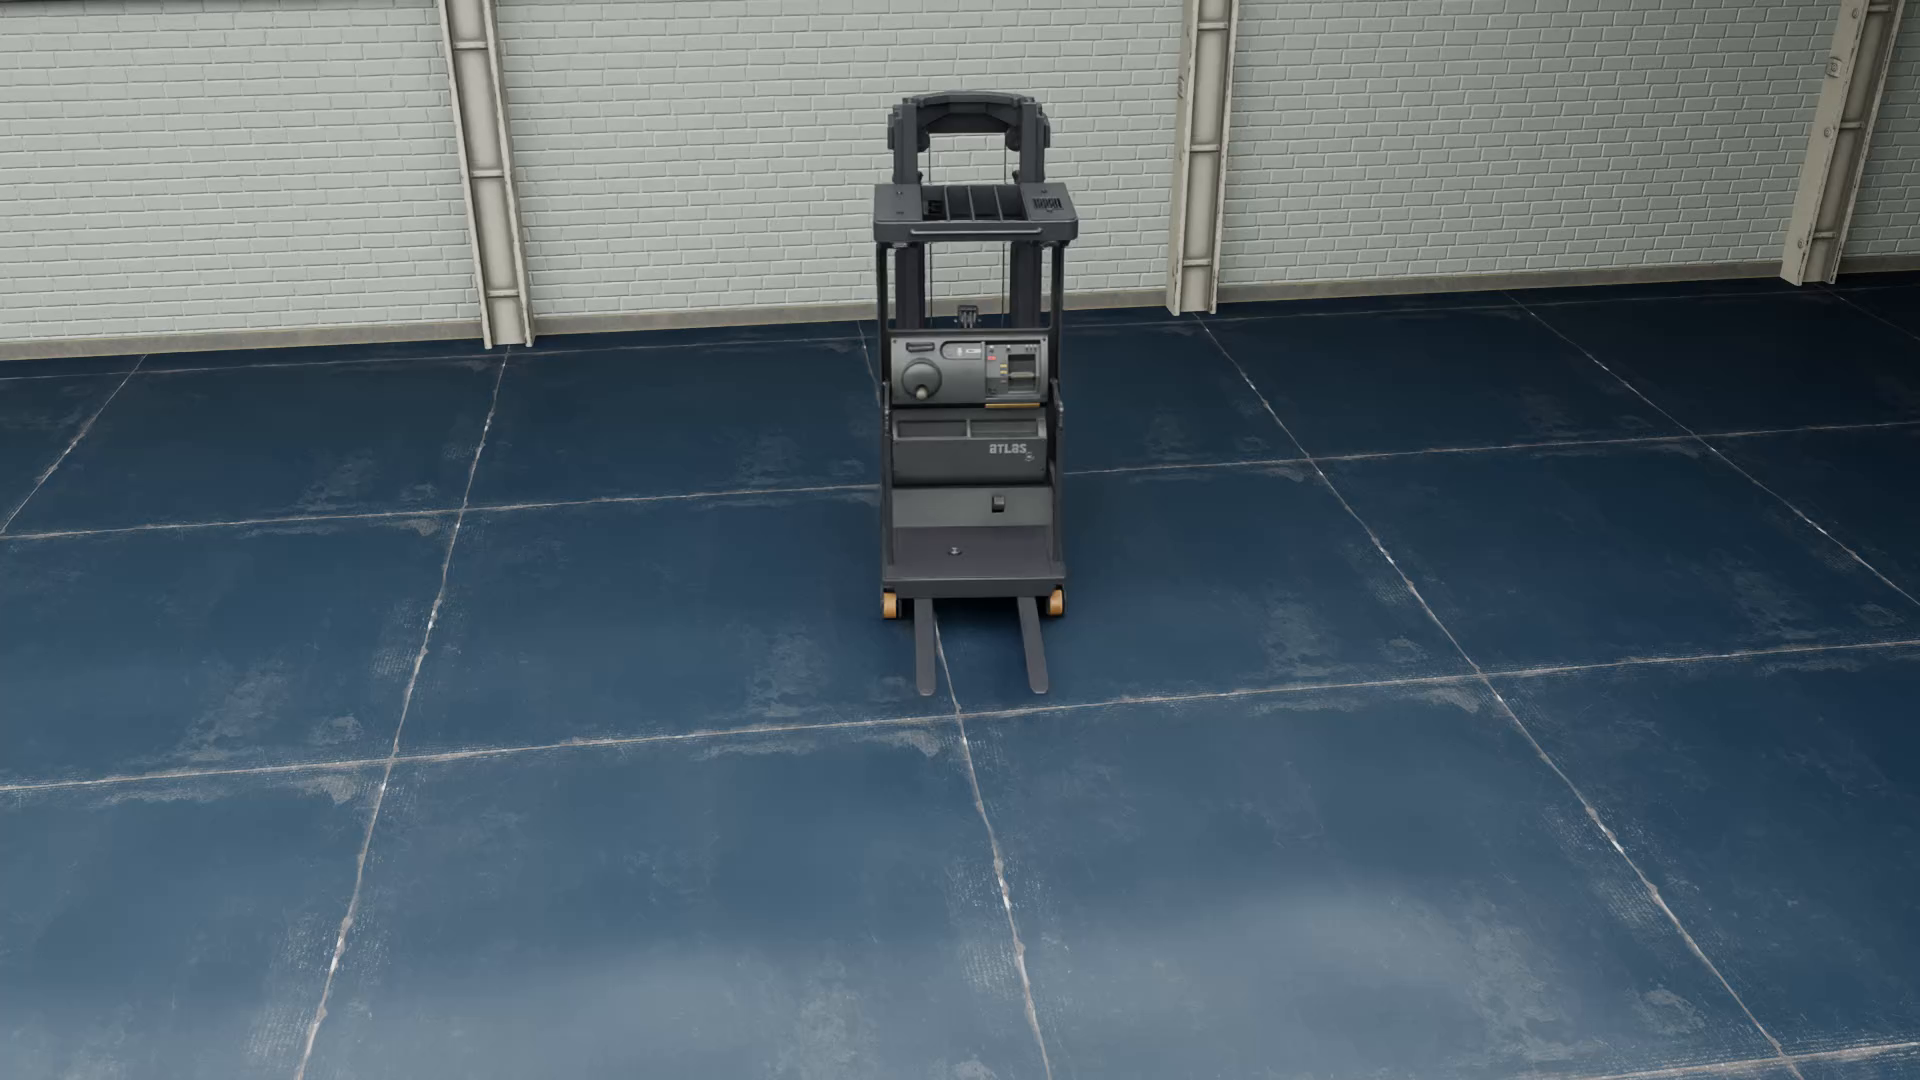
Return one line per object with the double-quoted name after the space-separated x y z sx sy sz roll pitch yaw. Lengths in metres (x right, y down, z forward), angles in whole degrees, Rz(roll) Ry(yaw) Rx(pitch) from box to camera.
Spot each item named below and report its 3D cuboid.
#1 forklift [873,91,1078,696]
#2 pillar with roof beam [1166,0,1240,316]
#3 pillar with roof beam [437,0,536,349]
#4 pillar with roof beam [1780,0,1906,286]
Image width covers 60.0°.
0.068 -0.975 9.643 1.130 2.935 3.031 -1 27 -2 "forklift"
2.682 -4.146 9.176 0.400 9.000 9.100 -4 27 -7 "pillar with roof beam"
-3.259 -3.764 8.432 0.400 9.000 9.100 -4 27 -7 "pillar with roof beam"
8.624 -4.528 9.919 0.400 9.000 9.100 -4 27 -7 "pillar with roof beam"
